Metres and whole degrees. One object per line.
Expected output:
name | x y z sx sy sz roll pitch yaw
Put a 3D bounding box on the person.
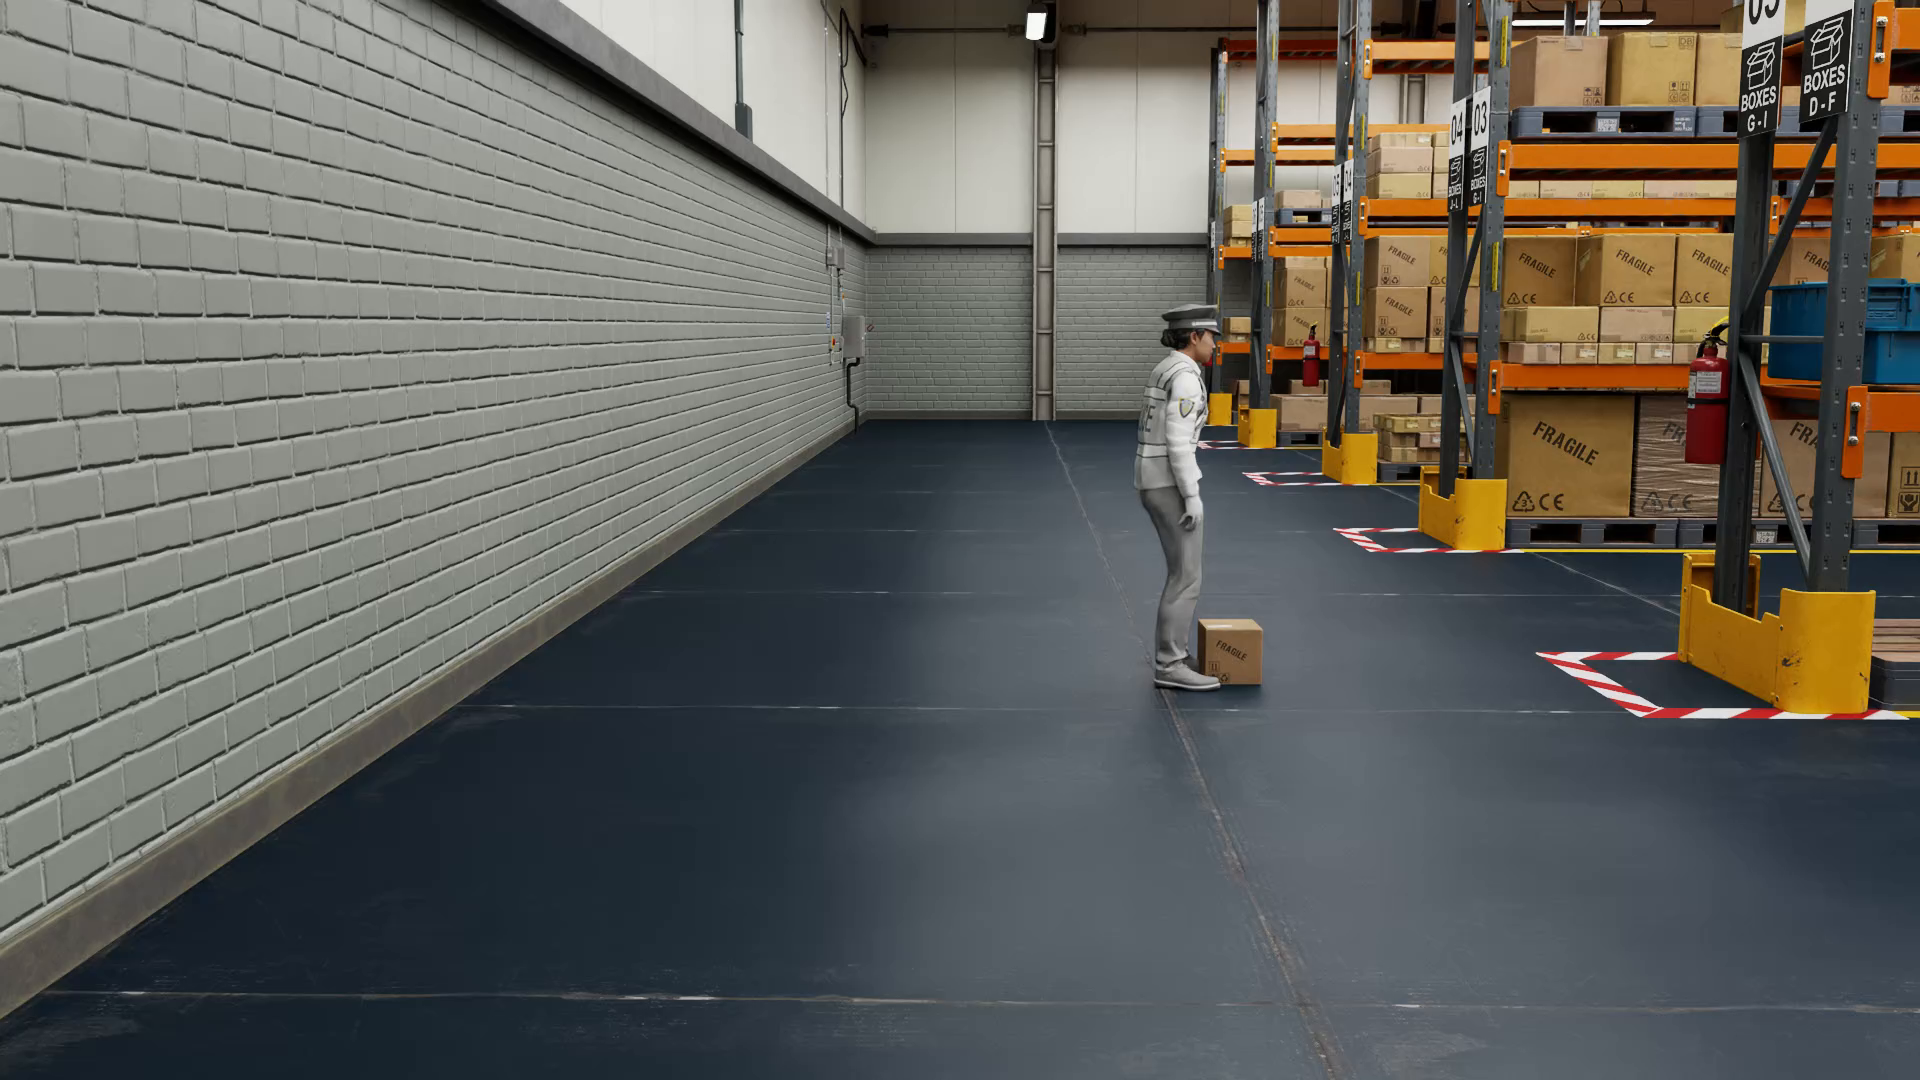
person | 0.979 -0.201 7.333 0.415 1.661 0.539 0 7 -2
